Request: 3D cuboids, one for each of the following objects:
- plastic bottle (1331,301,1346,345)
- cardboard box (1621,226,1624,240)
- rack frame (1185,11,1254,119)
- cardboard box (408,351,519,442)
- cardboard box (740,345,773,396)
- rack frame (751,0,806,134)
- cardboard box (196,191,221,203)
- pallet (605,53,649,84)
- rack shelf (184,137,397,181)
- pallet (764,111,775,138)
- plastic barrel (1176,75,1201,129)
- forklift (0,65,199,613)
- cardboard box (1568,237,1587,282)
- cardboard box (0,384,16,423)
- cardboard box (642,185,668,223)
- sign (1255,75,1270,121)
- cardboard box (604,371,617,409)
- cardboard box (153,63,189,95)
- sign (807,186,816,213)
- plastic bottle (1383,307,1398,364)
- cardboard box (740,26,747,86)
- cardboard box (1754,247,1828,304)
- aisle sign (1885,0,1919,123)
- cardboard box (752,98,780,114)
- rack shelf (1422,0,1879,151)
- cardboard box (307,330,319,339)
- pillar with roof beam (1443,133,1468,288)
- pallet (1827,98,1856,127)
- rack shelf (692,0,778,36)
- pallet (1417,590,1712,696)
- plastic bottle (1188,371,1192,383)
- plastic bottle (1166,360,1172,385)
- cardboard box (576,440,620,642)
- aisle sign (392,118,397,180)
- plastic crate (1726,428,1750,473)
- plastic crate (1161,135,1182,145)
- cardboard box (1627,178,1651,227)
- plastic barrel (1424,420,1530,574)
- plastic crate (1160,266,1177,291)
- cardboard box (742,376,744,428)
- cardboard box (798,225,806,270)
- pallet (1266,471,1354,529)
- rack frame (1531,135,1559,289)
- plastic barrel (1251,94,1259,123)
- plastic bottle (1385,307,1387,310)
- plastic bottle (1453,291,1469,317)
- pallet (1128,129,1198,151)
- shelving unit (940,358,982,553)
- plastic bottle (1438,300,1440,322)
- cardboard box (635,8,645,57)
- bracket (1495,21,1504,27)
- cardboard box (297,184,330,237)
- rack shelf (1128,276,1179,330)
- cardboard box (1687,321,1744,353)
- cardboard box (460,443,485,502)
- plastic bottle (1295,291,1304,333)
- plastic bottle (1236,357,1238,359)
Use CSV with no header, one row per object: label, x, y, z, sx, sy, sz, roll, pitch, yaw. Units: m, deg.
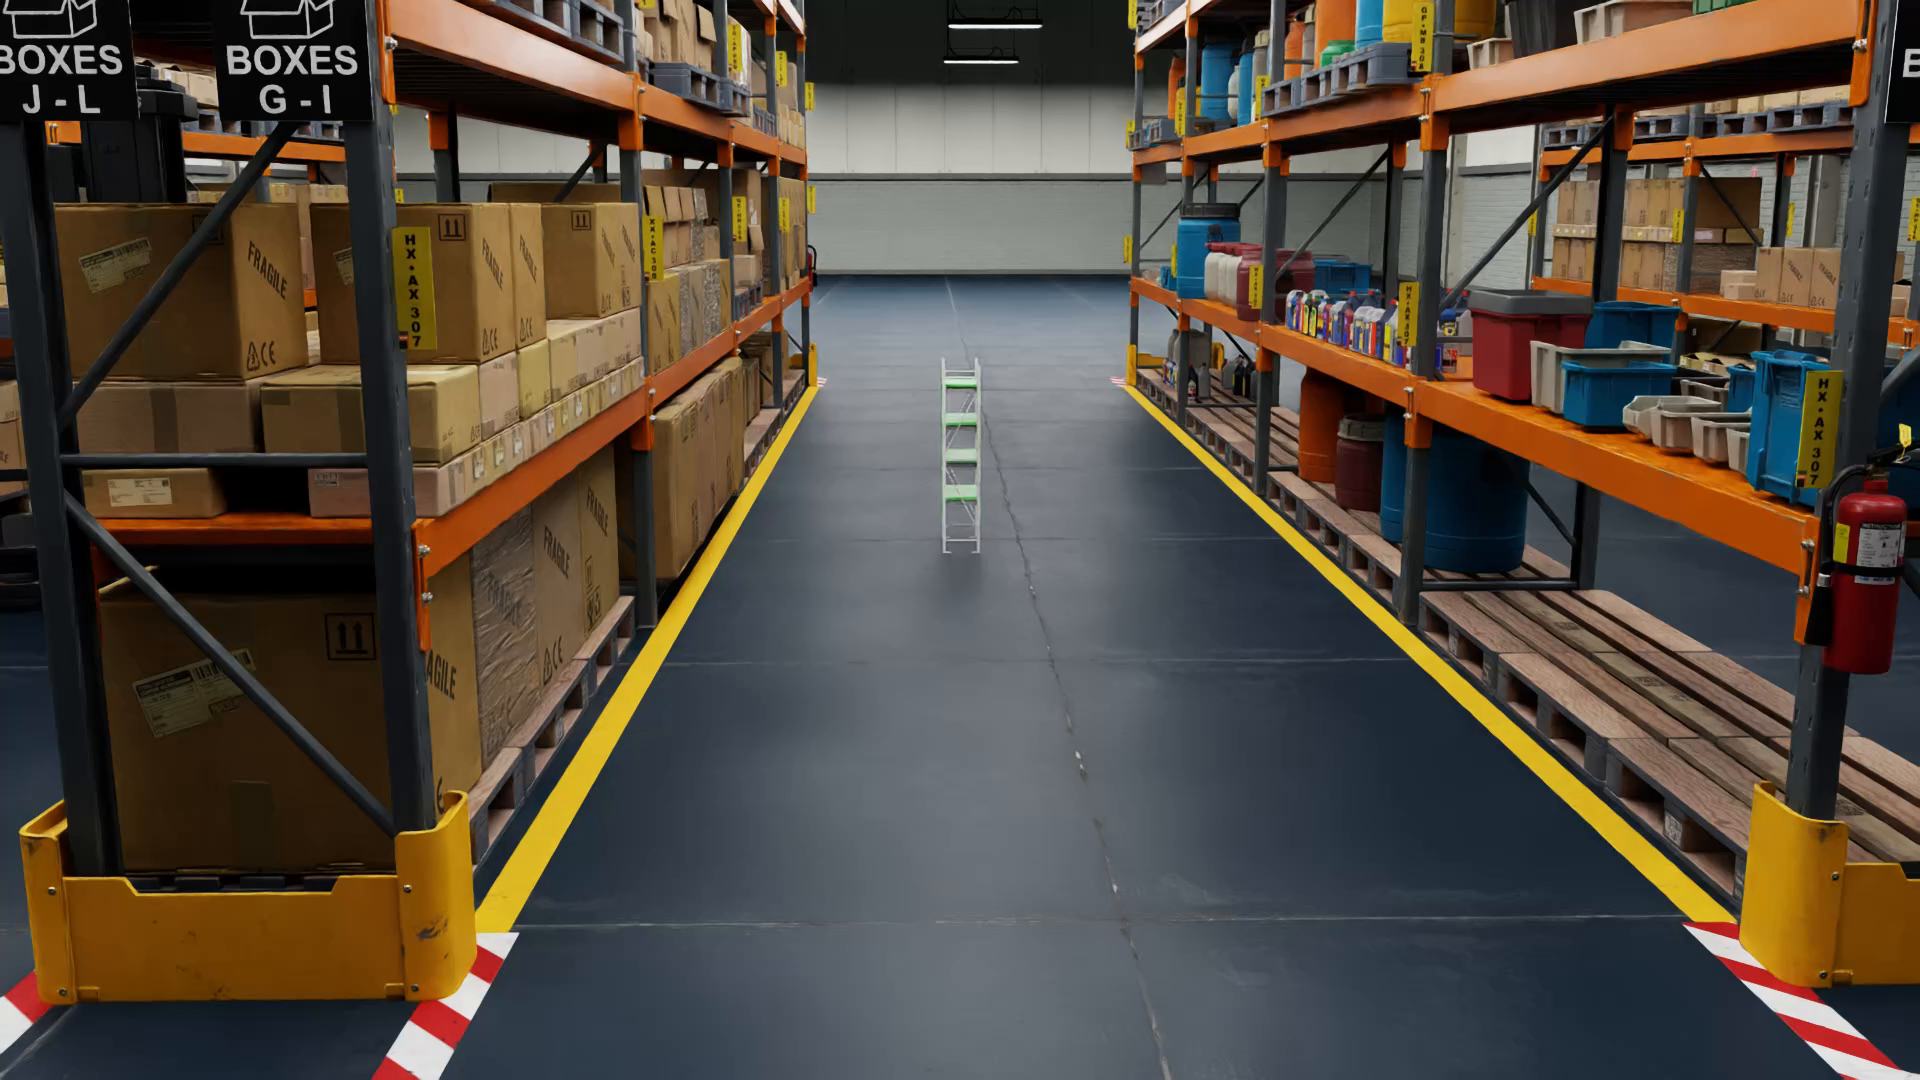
plastic bottle,2.481,-1.398,10.715,0.152,0.276,0.135,0,11,-1
cardboard box,7.383,-3.361,18.200,0.380,0.149,0.250,0,11,1
rack frame,2.684,-5.557,15.815,1.000,3.000,0.127,0,11,-1
cardboard box,-1.777,-0.483,5.524,0.500,0.250,0.500,0,11,-2
cardboard box,-2.255,-1.770,17.472,0.500,0.500,0.500,4,12,17
rack frame,-2.350,-6.331,19.634,1.000,3.000,0.127,0,11,-1
cardboard box,-7.200,-2.934,15.210,0.700,0.500,0.500,0,11,-2
pallet,-2.171,-2.564,9.091,0.805,0.209,1.217,-1,11,-3
rack shelf,-7.270,-4.111,18.043,1.077,0.370,4.000,0,11,-1
pallet,-2.362,-3.851,15.425,1.213,0.211,1.003,0,11,-1
plastic barrel,2.752,-4.954,18.858,0.600,0.588,0.600,0,11,0
forklift,-5.122,-1.155,9.380,3.031,2.935,1.130,-3,12,-15
cardboard box,7.566,-3.283,19.446,0.700,0.500,0.500,0,11,0
cardboard box,-6.849,-0.914,11.364,0.500,0.250,0.500,0,11,0
cardboard box,-2.127,-1.810,9.662,0.797,0.503,0.637,0,11,-1
sign,2.217,-3.236,12.187,0.100,0.325,0.005,0,11,-1
cardboard box,-1.753,-0.670,7.450,0.380,0.149,0.250,0,11,0
cardboard box,-6.973,-3.930,14.256,0.500,0.311,0.500,-1,11,-3
sign,-1.795,-4.112,20.076,0.100,0.325,0.005,0,11,-1
plastic bottle,2.503,-1.183,9.472,0.144,0.351,0.185,0,11,-1
cardboard box,-1.945,-3.760,12.997,0.500,0.500,0.500,0,11,-1
cardboard box,7.647,-2.428,15.229,0.500,0.500,0.500,1,11,3
aisle sign,2.641,-1.490,4.319,0.394,0.787,0.004,0,11,-1
cardboard box,-1.966,-4.254,16.313,0.380,0.149,0.250,-1,11,-3
rack shelf,2.891,-1.746,6.387,1.077,0.370,4.000,0,11,-1
cardboard box,-2.331,-0.684,6.514,0.500,0.250,0.500,0,11,-1
pillar with roof beam,8.586,-11.010,42.696,9.100,9.000,0.548,0,11,-1
pallet,7.616,-3.353,12.973,1.213,0.211,1.003,0,11,1
rack shelf,-2.226,-4.590,13.867,1.077,0.370,4.000,0,11,-1
pallet,2.903,0.486,8.131,1.003,0.211,1.213,0,11,-1
plastic bottle,2.344,-1.595,17.103,0.061,0.283,0.133,0,11,2
plastic bottle,2.334,-1.860,18.440,0.097,0.271,0.097,0,11,0
cardboard box,-2.169,-0.039,7.994,0.875,0.875,0.875,0,11,-1
aisle sign,-7.013,-4.680,20.046,0.394,0.787,0.004,0,11,-1
plastic crate,2.734,-0.293,5.469,0.396,0.136,0.243,0,11,-1
plastic crate,2.247,-4.275,17.704,0.243,0.136,0.396,0,11,-1
cardboard box,7.600,-3.609,17.790,0.700,0.500,0.500,0,11,-1
plastic barrel,2.855,-0.312,9.273,0.600,0.901,0.708,0,11,-1
plastic crate,2.390,-2.762,17.505,0.499,0.251,0.616,0,11,-1
cardboard box,-2.262,-1.148,14.352,0.700,0.500,0.500,1,11,4
cardboard box,-2.236,-3.378,19.164,0.875,0.500,0.500,0,11,-1
pallet,2.825,-0.298,11.998,1.003,0.211,1.213,0,11,-1
rack frame,7.554,-3.431,20.428,1.000,3.000,0.127,0,11,-1
plastic barrel,2.507,-3.475,13.449,0.301,0.262,0.301,0,11,0
plastic bottle,2.617,-1.290,10.198,0.097,0.271,0.097,0,11,0
plastic bottle,3.193,-1.396,10.521,0.144,0.351,0.185,0,11,-1
pallet,2.521,-4.624,19.239,1.003,0.211,1.213,0,11,-1
shelving unit,0.003,-0.555,10.778,0.258,1.200,0.503,0,11,-1
plastic bottle,3.085,-1.421,10.812,0.061,0.283,0.133,0,11,-1
cardboard box,-2.035,-2.857,9.219,0.500,0.311,0.500,-1,11,-3
bracket,12.597,-12.196,39.486,0.076,0.066,4.783,0,11,-1
cardboard box,-7.203,-3.489,17.618,0.875,0.550,0.550,0,11,-1
rack shelf,2.643,-2.661,18.443,1.077,0.370,4.000,0,11,-1
cardboard box,7.922,-2.055,17.616,0.500,0.500,0.500,0,11,-1
cardboard box,-1.704,-0.211,5.184,0.380,0.149,0.250,0,11,-2
plastic bottle,2.414,-1.611,11.751,0.061,0.283,0.133,0,11,-1
plastic bottle,3.098,-1.910,18.653,0.061,0.283,0.133,0,11,0
